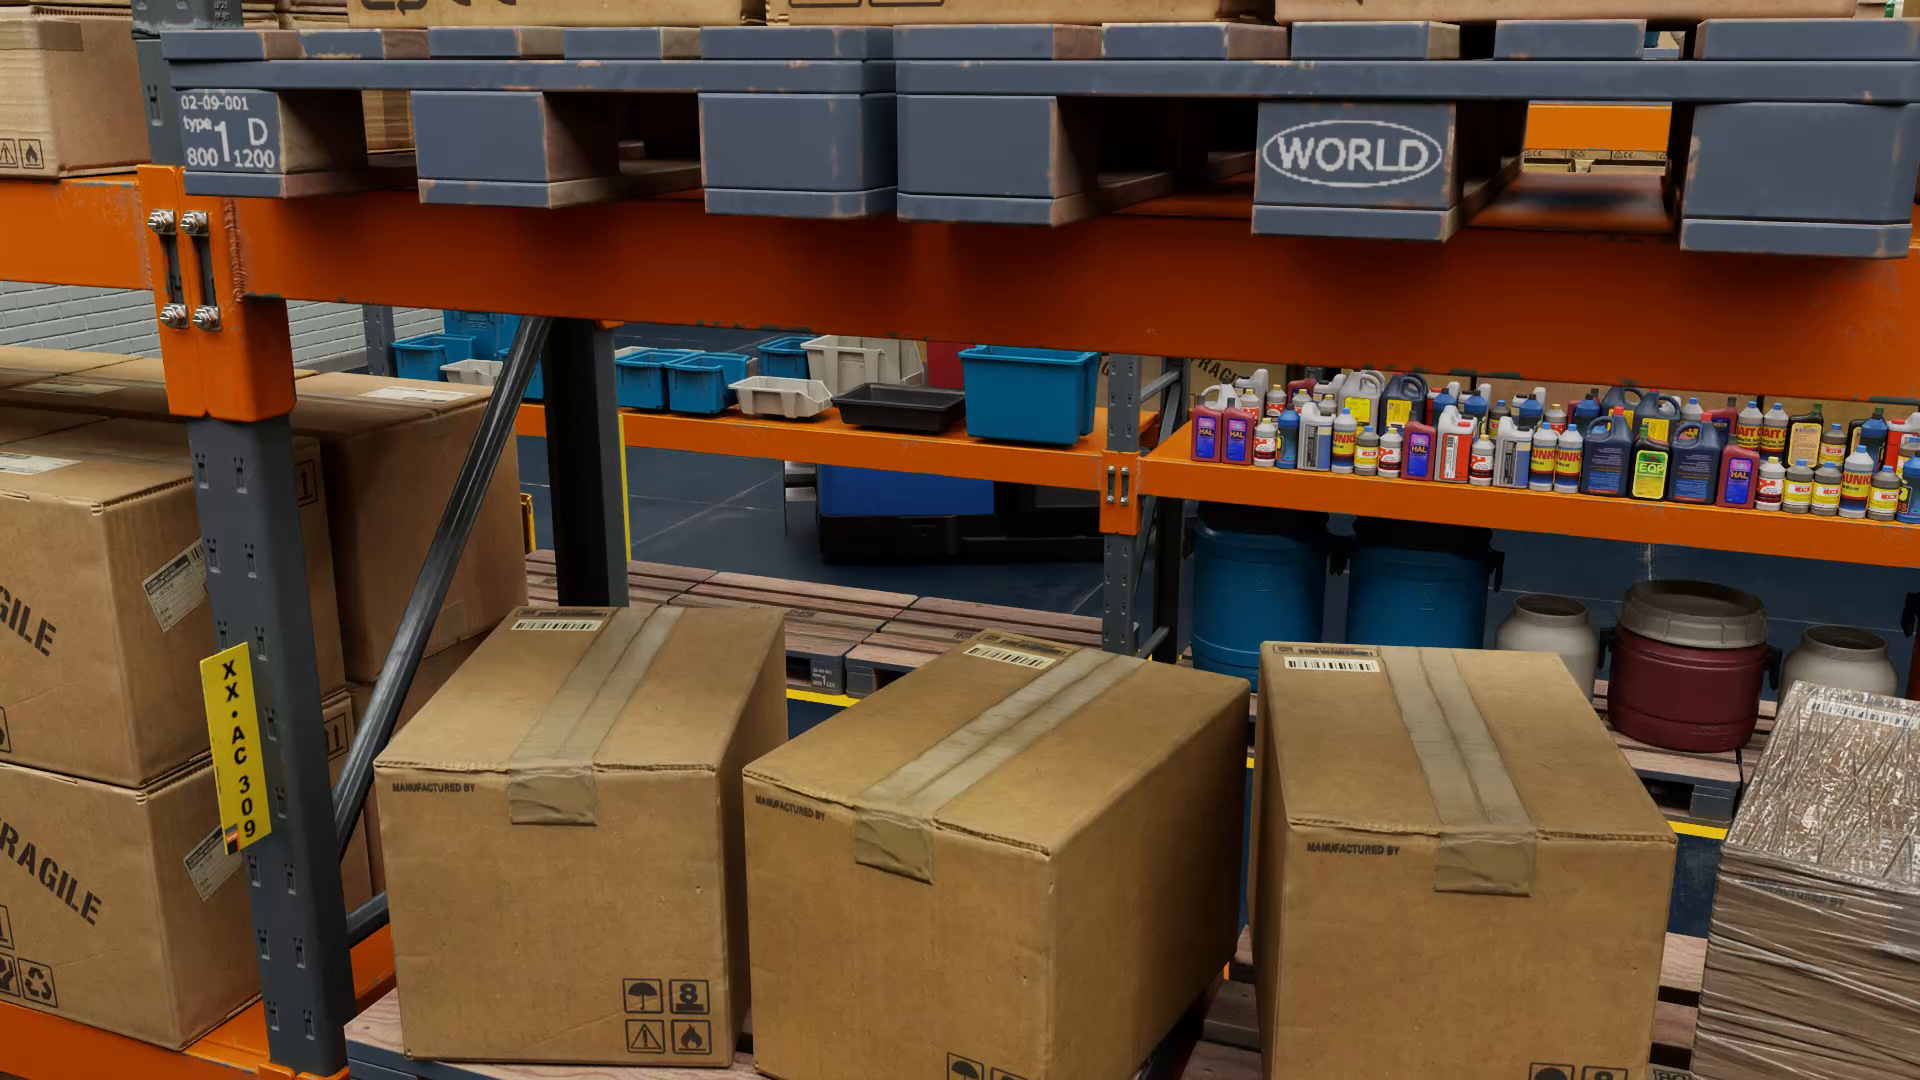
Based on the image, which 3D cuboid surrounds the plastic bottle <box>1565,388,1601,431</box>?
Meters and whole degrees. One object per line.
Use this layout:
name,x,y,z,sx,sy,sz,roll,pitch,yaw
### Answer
plastic bottle,2.747,-0.532,7.334,0.133,0.283,0.061,6,17,21

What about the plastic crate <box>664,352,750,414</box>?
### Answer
plastic crate,-1.229,-0.764,8.117,0.300,0.233,0.416,6,17,21

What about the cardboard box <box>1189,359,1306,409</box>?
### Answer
cardboard box,2.112,-1.236,12.610,0.875,0.875,0.875,6,17,21

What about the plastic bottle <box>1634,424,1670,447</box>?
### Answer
plastic bottle,2.731,-0.313,6.581,0.133,0.283,0.061,6,17,21

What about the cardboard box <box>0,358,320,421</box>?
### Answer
cardboard box,-1.757,-0.100,3.665,0.500,0.500,0.500,6,17,19

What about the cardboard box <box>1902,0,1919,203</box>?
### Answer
cardboard box,1.403,-0.619,1.865,0.500,0.500,0.910,6,17,21

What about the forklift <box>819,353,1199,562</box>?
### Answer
forklift,0.626,-1.418,10.301,3.031,2.935,1.130,-1,16,-3

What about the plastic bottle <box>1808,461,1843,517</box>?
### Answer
plastic bottle,3.300,-0.198,6.333,0.097,0.201,0.097,0,16,0

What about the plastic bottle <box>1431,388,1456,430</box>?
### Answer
plastic bottle,2.145,-0.541,7.387,0.097,0.271,0.097,0,16,0

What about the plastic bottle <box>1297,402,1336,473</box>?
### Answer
plastic bottle,1.511,-0.439,7.029,0.135,0.276,0.152,6,17,21

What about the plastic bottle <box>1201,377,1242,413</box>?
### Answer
plastic bottle,1.126,-0.534,7.223,0.185,0.351,0.144,6,17,21

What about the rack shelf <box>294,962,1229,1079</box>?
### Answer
rack shelf,0.919,1.152,2.615,4.000,0.370,1.077,6,17,21

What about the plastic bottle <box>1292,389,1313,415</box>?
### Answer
plastic bottle,1.584,-0.596,7.704,0.097,0.201,0.097,0,16,0

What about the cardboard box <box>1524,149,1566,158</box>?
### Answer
cardboard box,7.120,-4.901,20.202,0.500,0.500,0.500,6,17,20

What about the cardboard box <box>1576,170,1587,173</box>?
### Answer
cardboard box,5.777,-3.344,15.442,0.250,0.149,0.380,6,17,20

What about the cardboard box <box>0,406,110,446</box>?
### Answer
cardboard box,-1.984,0.038,3.191,0.500,0.500,0.500,6,17,20

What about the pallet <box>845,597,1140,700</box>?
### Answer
pallet,0.181,0.592,8.257,1.213,0.211,1.003,6,17,21

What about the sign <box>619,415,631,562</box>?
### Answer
sign,-0.741,-0.098,3.555,0.005,0.325,0.100,6,17,21

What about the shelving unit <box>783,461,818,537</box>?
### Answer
shelving unit,-1.036,-0.488,10.740,0.210,0.900,0.258,-2,16,-7

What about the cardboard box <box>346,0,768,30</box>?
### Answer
cardboard box,-0.500,-1.066,2.472,0.600,0.600,0.600,5,17,15

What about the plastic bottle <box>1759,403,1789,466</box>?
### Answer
plastic bottle,3.450,-0.443,7.050,0.097,0.271,0.097,0,16,0

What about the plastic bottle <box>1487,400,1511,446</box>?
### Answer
plastic bottle,2.417,-0.523,7.451,0.097,0.201,0.097,0,16,0

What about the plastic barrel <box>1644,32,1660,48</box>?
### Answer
plastic barrel,2.523,-2.430,6.632,0.708,0.901,0.600,6,17,21

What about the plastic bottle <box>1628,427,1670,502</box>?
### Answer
plastic bottle,2.708,-0.297,6.527,0.133,0.283,0.061,6,17,21

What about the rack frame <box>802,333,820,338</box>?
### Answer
rack frame,-1.024,-2.376,13.478,0.127,3.000,1.000,6,17,21

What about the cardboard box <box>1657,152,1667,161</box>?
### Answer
cardboard box,8.537,-4.744,19.662,0.500,0.500,0.500,6,17,21

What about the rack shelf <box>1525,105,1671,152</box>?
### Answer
rack shelf,2.740,-1.573,6.621,4.000,0.370,1.077,6,17,21

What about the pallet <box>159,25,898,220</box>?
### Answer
pallet,-0.360,-0.663,2.535,1.003,0.211,1.213,6,17,21

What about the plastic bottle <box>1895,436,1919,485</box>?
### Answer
plastic bottle,3.858,-0.319,6.748,0.097,0.201,0.097,0,16,0

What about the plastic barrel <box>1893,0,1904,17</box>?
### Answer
plastic barrel,3.549,-1.921,6.024,0.301,0.262,0.301,0,16,0

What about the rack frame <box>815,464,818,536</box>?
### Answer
rack frame,-0.935,-0.491,10.752,0.006,0.900,0.240,-2,16,-7

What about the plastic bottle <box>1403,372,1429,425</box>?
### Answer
plastic bottle,2.027,-0.631,7.554,0.185,0.351,0.144,6,17,21

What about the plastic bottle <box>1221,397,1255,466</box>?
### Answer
plastic bottle,1.188,-0.464,7.103,0.133,0.283,0.061,6,17,21

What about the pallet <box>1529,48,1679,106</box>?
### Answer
pallet,2.701,-1.862,6.666,1.213,0.211,1.003,6,17,21

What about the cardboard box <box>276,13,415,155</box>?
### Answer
cardboard box,-1.303,-0.880,3.215,0.500,0.250,0.500,6,17,21

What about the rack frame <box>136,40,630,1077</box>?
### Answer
rack frame,-0.941,0.602,3.220,0.127,3.000,1.000,6,17,21

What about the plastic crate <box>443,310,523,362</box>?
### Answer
plastic crate,-2.461,-1.151,9.089,0.499,0.435,0.616,6,17,21

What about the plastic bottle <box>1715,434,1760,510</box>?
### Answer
plastic bottle,3.004,-0.265,6.415,0.133,0.283,0.061,6,17,21

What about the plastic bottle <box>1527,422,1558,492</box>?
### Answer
plastic bottle,2.345,-0.337,6.685,0.097,0.271,0.097,0,16,0

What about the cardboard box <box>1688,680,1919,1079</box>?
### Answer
cardboard box,1.372,0.583,2.352,0.500,0.500,0.700,10,19,31

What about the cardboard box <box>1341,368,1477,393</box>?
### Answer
cardboard box,3.300,-1.088,12.099,0.875,0.875,1.225,6,17,21

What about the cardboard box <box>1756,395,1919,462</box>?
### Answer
cardboard box,5.784,-0.815,11.158,0.875,0.875,1.225,5,17,18

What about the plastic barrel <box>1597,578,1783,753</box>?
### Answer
plastic barrel,3.089,0.522,7.067,0.708,0.588,0.600,6,17,21

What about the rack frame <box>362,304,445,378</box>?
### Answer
rack frame,-2.841,-1.091,9.053,0.127,3.000,1.000,6,17,21

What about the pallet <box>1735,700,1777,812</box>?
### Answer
pallet,3.852,0.996,6.864,1.213,0.211,1.003,6,17,21

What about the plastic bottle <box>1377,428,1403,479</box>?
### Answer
plastic bottle,1.790,-0.364,6.905,0.097,0.201,0.097,0,16,0

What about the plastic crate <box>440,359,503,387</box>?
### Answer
plastic crate,-2.465,-0.829,8.513,0.298,0.136,0.250,6,17,21

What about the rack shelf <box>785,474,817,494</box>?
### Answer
rack shelf,-1.036,-0.369,10.774,0.200,0.077,0.258,-2,16,-7

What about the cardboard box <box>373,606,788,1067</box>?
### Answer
cardboard box,-0.583,0.459,2.781,0.500,0.500,0.700,1,16,2

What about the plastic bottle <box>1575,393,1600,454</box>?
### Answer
plastic bottle,2.734,-0.503,7.258,0.097,0.271,0.097,0,16,0

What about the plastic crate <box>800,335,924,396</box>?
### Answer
plastic crate,-0.473,-0.858,8.354,0.530,0.282,0.437,6,17,21

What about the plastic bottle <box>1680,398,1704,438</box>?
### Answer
plastic bottle,3.144,-0.477,7.166,0.097,0.271,0.097,0,16,0

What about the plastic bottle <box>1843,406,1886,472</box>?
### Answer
plastic bottle,3.778,-0.418,6.943,0.133,0.283,0.061,6,17,21

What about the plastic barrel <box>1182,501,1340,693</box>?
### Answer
plastic barrel,1.379,0.184,7.671,0.708,0.901,0.600,6,17,21

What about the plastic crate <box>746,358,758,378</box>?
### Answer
plastic crate,-1.202,-0.876,8.677,0.250,0.136,0.298,6,17,21

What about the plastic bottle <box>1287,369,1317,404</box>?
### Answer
plastic bottle,1.597,-0.658,7.769,0.133,0.283,0.061,6,17,21

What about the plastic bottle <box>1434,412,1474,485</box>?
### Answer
plastic bottle,2.032,-0.382,6.831,0.135,0.276,0.152,6,17,21
